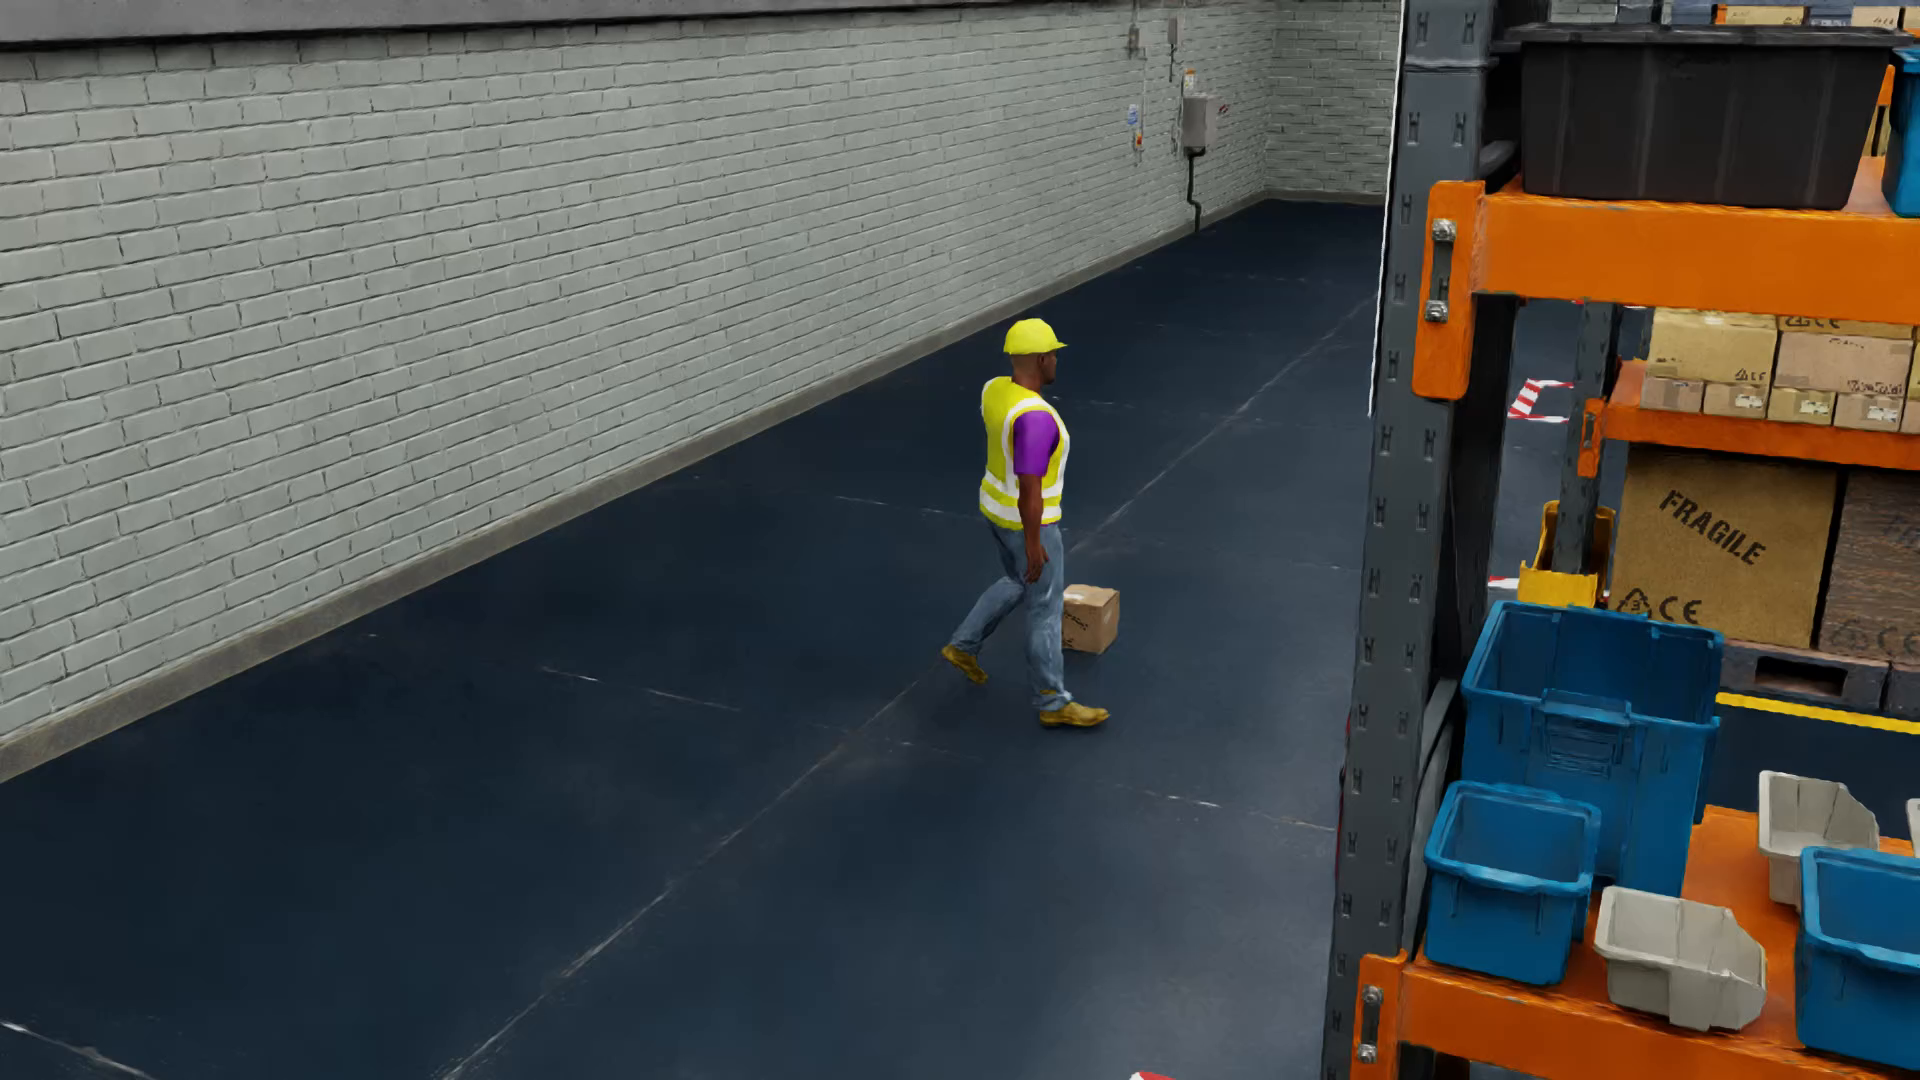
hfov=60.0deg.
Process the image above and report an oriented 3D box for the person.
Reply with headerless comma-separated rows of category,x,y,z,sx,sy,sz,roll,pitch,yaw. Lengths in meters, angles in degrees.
person,0.260,-0.080,7.211,0.624,1.761,0.658,-7,20,-20
